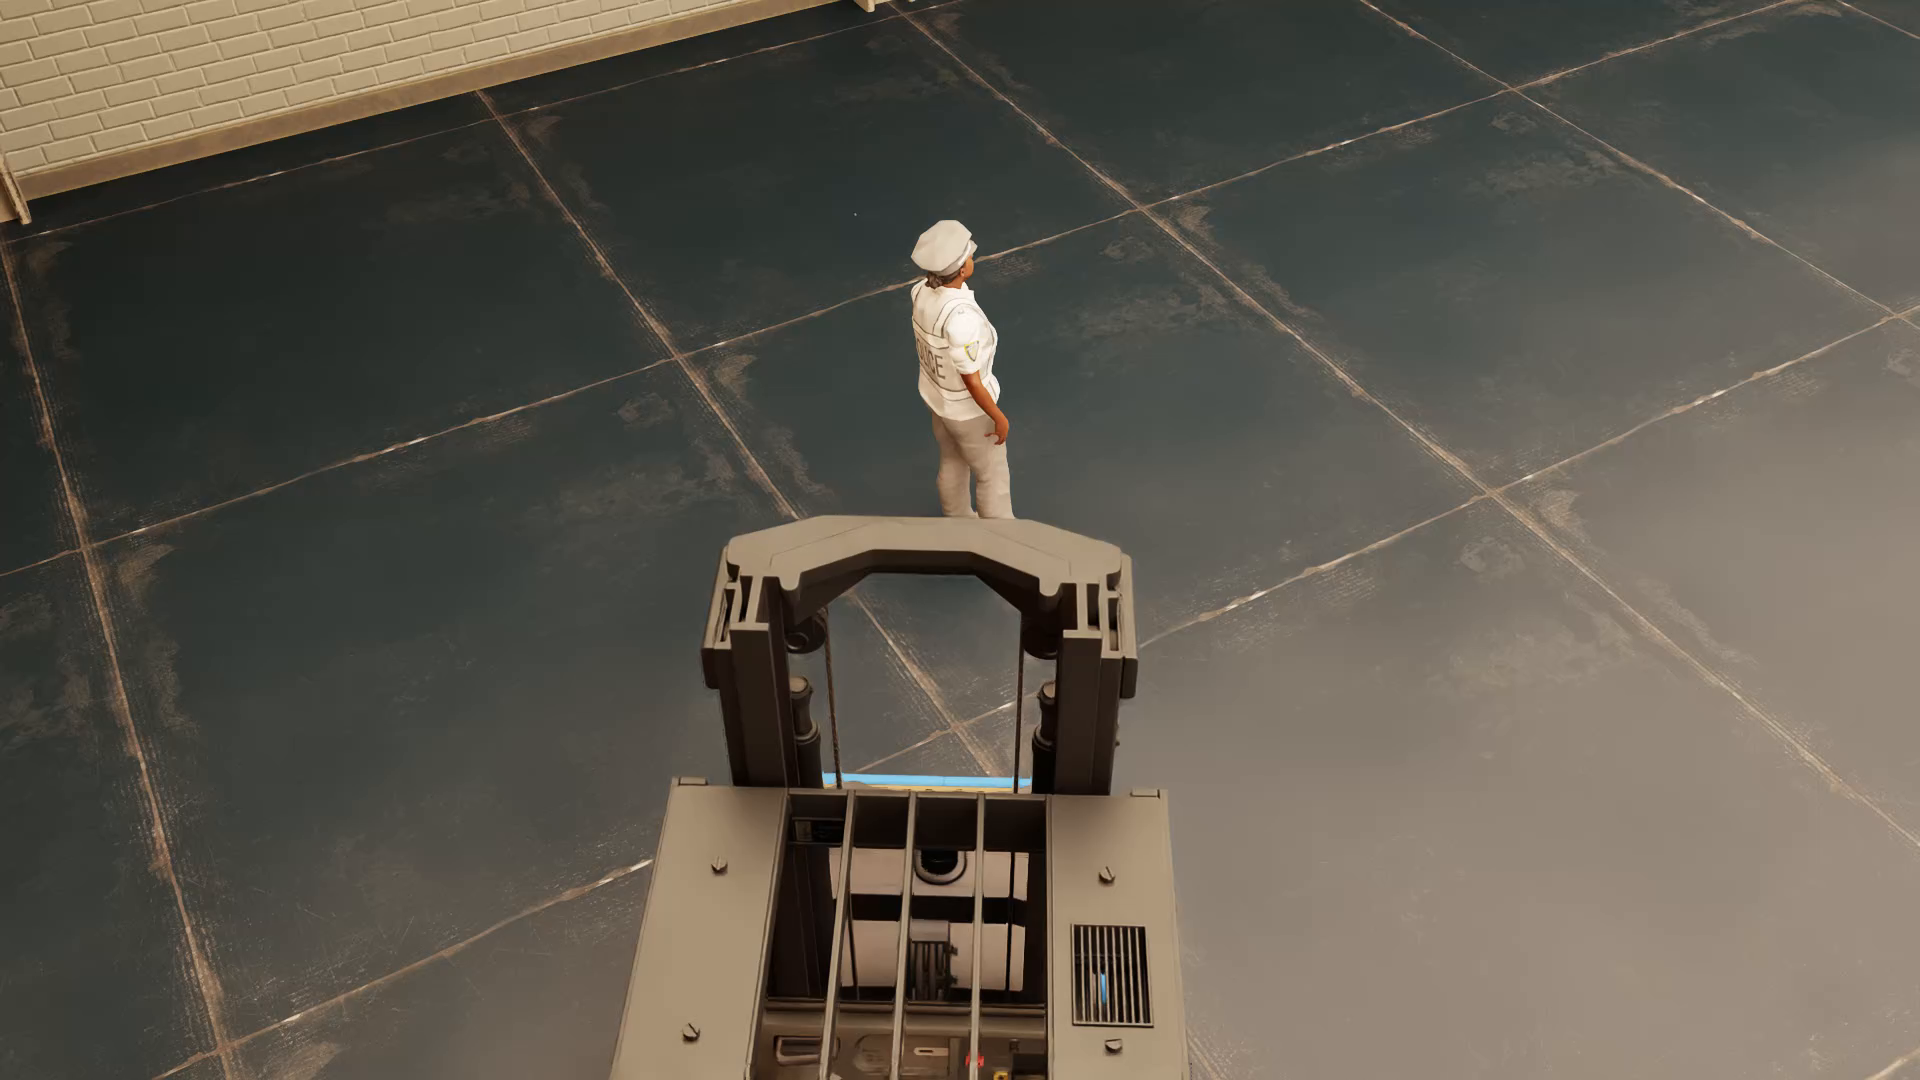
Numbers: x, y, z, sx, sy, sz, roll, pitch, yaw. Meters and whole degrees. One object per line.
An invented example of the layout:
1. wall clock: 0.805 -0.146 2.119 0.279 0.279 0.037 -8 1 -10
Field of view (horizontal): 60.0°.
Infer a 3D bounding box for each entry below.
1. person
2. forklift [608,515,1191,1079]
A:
1. person: 0.075 -0.640 7.287 0.528 1.695 0.569 -21 47 -21
2. forklift: -0.100 1.489 4.092 1.130 2.935 3.031 1 43 1
